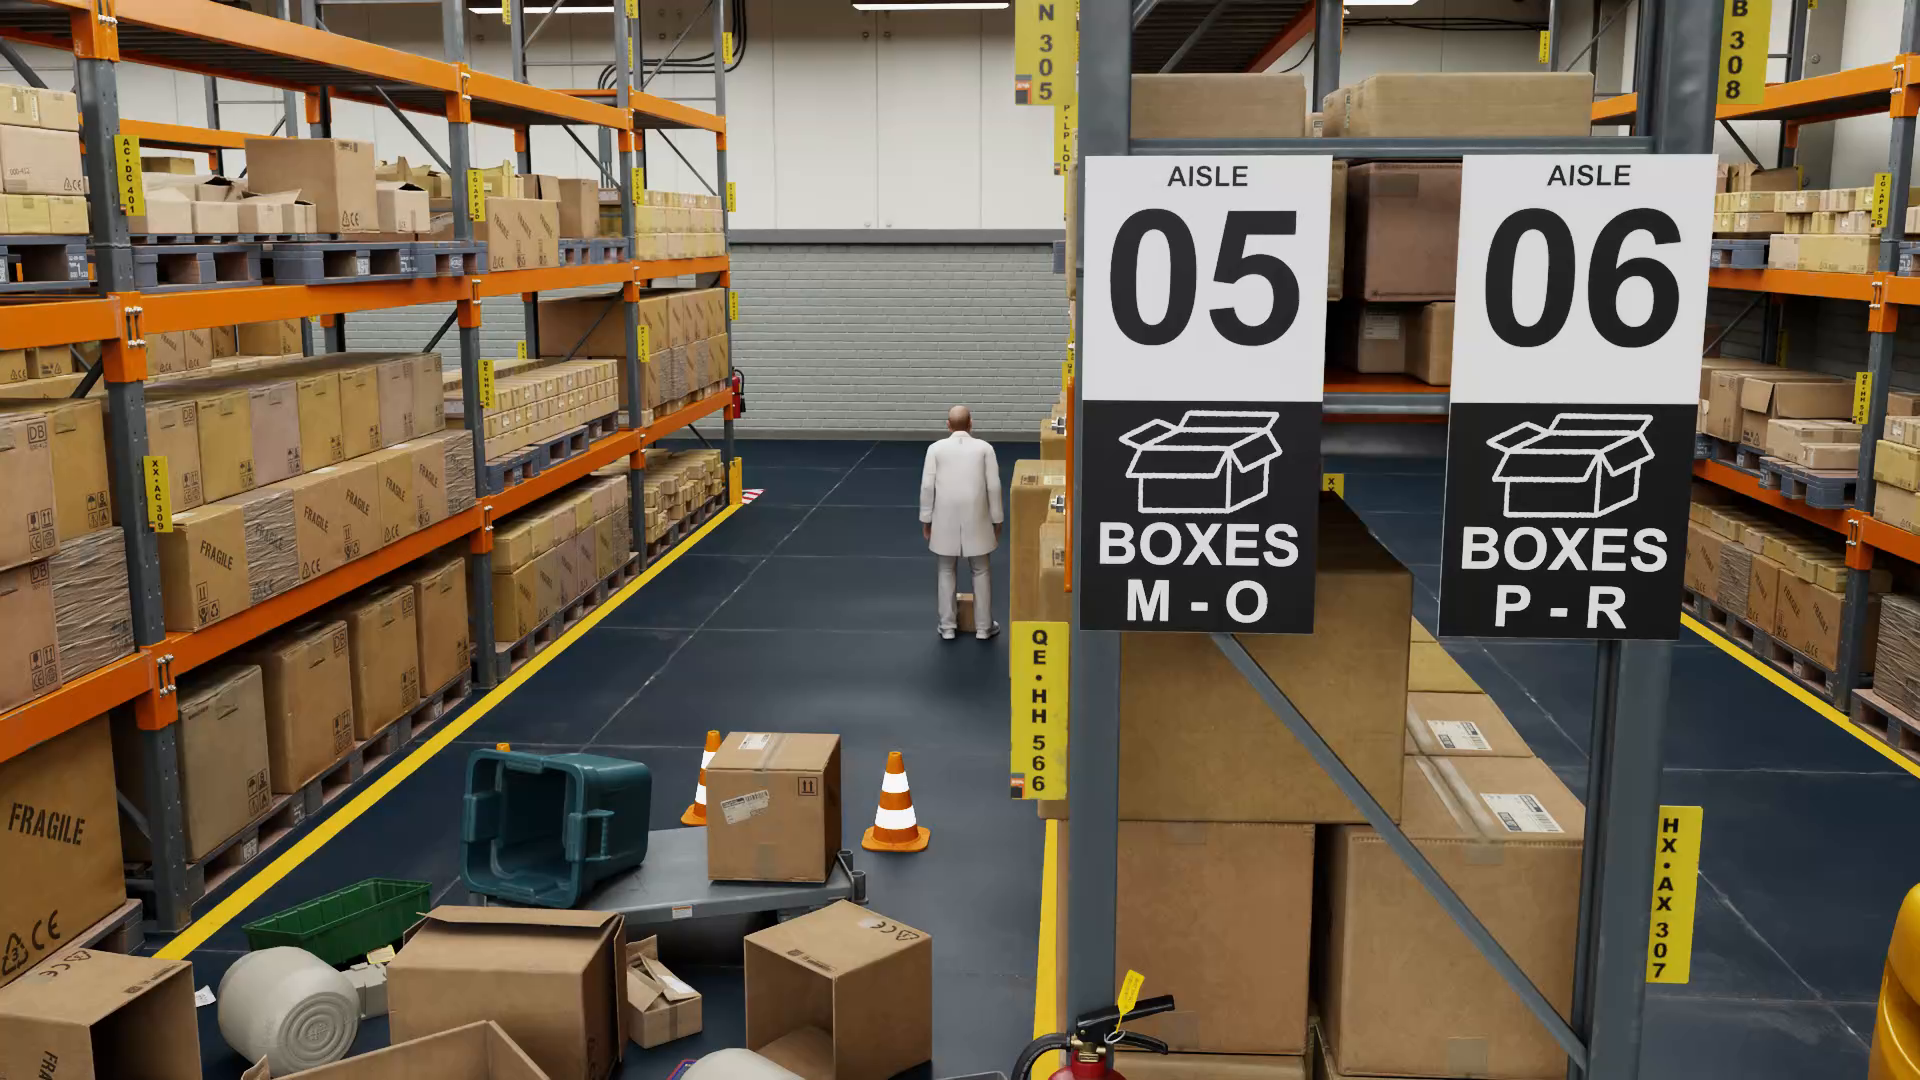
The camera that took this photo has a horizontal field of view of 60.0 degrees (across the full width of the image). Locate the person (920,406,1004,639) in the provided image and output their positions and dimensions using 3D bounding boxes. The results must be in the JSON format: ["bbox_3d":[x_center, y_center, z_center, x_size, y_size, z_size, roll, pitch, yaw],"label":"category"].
[{"bbox_3d":[0.015,-0.135,12.690,0.648,1.774,0.418,1,11,3],"label":"person"}]
